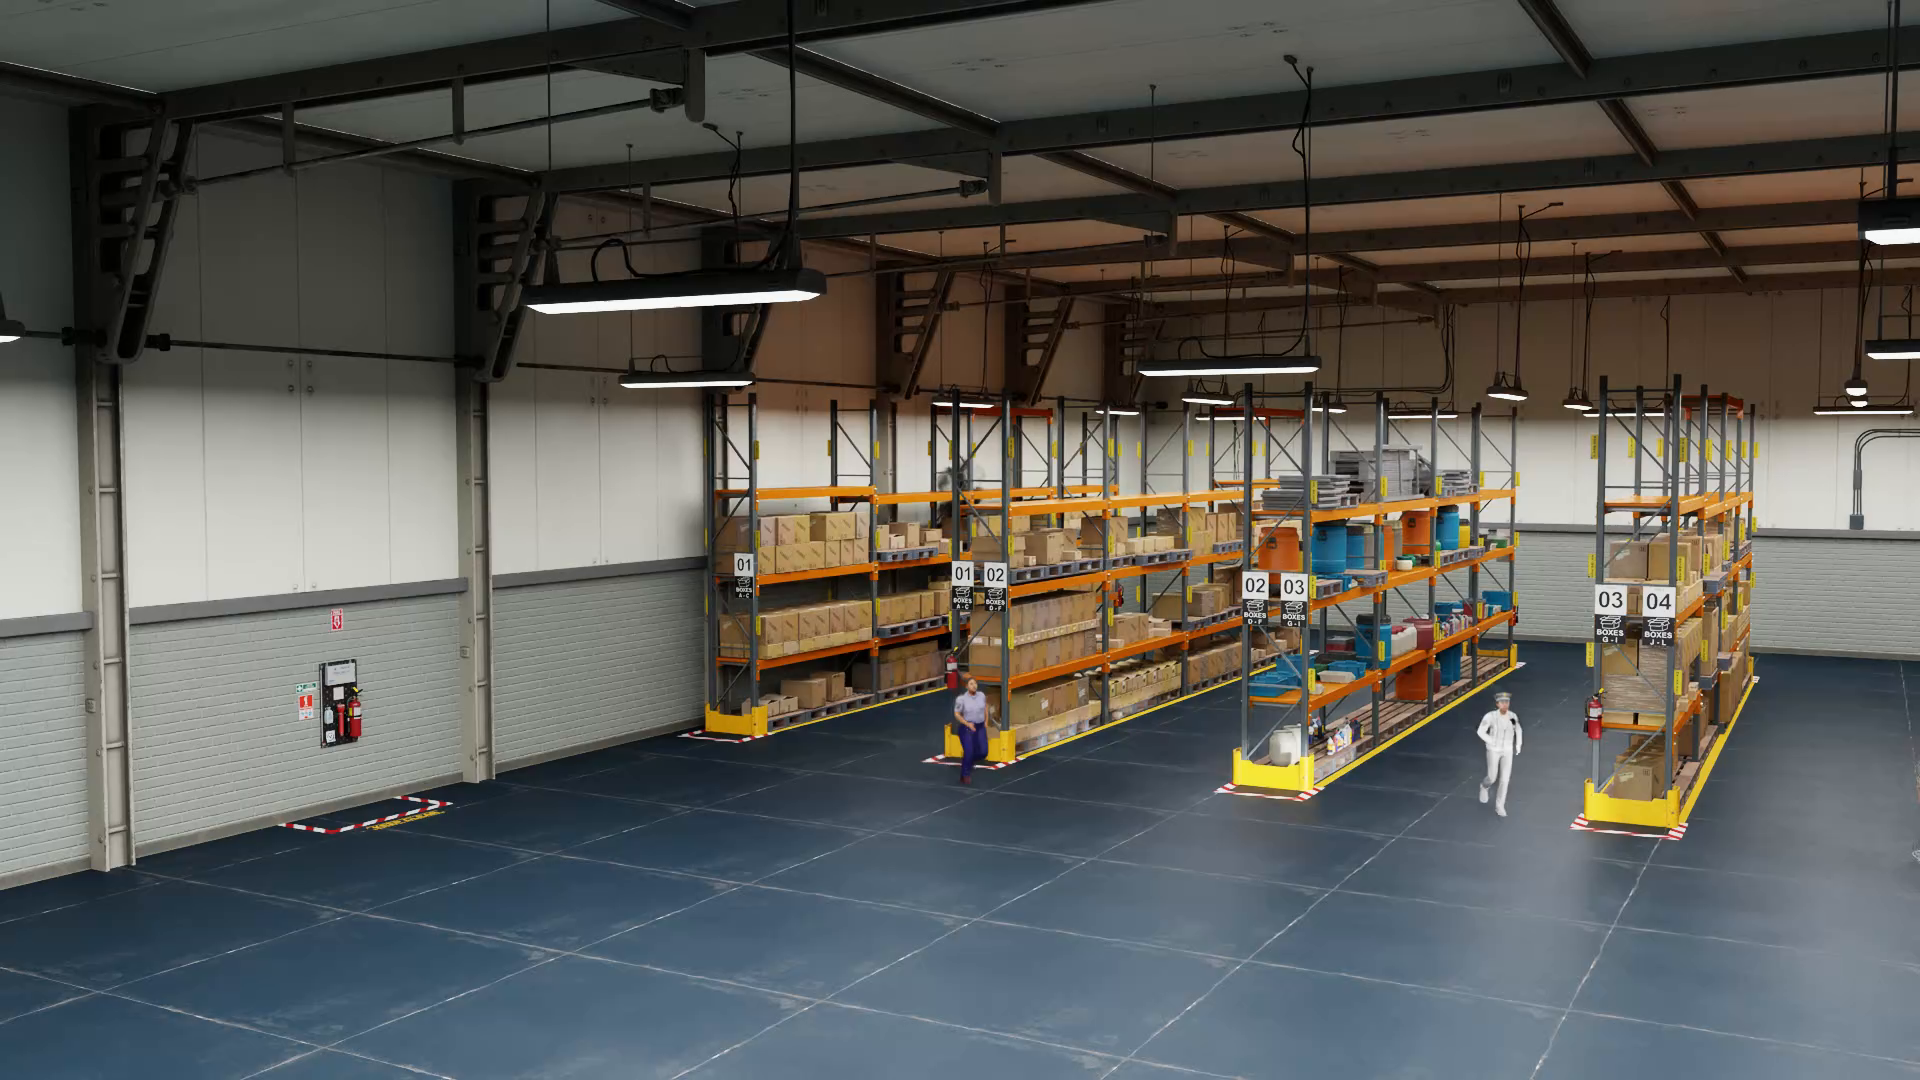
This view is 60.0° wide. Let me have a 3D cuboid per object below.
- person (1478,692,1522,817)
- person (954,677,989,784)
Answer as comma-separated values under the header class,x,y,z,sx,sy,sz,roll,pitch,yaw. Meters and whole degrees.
class,x,y,z,sx,sy,sz,roll,pitch,yaw
person,7.488,2.933,23.054,0.644,1.693,0.733,0,3,1
person,0.202,2.863,24.999,0.632,1.611,0.589,-2,3,-26
